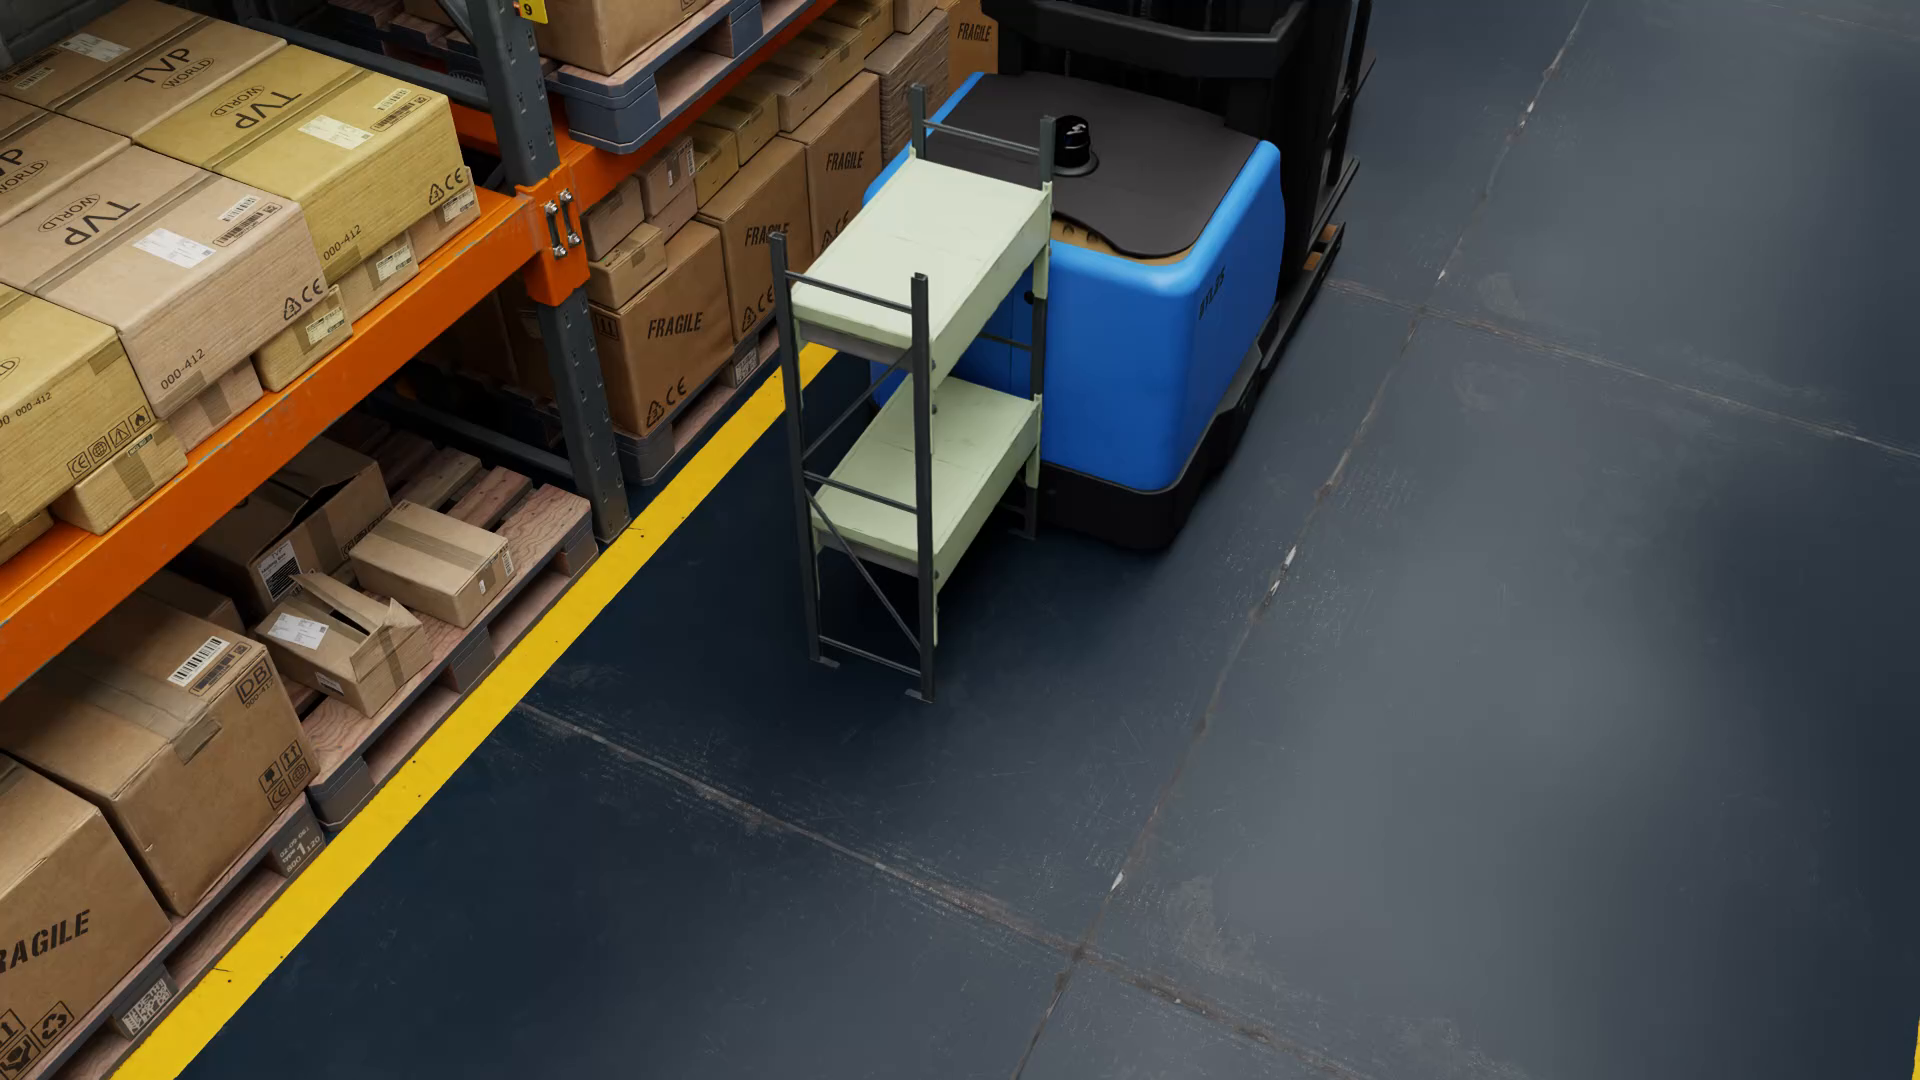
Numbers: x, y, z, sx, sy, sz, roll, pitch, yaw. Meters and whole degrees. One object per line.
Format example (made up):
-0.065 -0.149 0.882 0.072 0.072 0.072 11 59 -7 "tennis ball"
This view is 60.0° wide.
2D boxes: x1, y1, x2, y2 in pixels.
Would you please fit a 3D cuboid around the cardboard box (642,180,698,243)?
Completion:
-1.054 -1.072 5.207 0.380 0.149 0.250 19 48 18 "cardboard box"

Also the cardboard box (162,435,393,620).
-2.033 -0.101 4.836 0.500 0.311 0.500 22 49 20 "cardboard box"

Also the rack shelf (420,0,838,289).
-0.588 -2.244 5.865 1.077 0.370 4.000 20 49 19 "rack shelf"

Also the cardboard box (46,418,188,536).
-1.881 -0.195 3.510 0.380 0.149 0.250 20 49 18 "cardboard box"

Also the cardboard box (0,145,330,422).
-1.756 -0.567 3.598 0.500 0.250 0.500 21 49 19 "cardboard box"

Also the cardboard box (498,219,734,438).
-1.093 -0.736 5.331 0.500 0.500 0.500 22 49 21 "cardboard box"

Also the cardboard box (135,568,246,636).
-2.234 0.229 4.624 0.380 0.149 0.250 20 49 19 "cardboard box"

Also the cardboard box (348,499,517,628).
-1.515 0.065 4.786 0.380 0.149 0.250 19 48 18 "cardboard box"

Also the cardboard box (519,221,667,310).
-1.114 -0.872 5.009 0.380 0.149 0.250 23 50 21 "cardboard box"

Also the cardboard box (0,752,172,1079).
-2.240 0.834 3.779 0.500 0.500 0.500 21 49 20 "cardboard box"

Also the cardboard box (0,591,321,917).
-2.092 0.480 4.129 0.700 0.500 0.500 19 48 18 "cardboard box"

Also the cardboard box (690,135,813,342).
-0.854 -1.075 5.666 0.500 0.500 0.500 20 49 19 "cardboard box"

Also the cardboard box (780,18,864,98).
-0.564 -1.715 5.843 0.380 0.149 0.250 22 49 20 "cardboard box"

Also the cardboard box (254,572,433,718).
-1.681 0.249 4.522 0.396 0.266 0.258 22 49 20 "cardboard box"

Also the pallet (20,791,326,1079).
-2.401 0.947 4.166 1.003 0.211 1.213 20 49 19 "pallet"

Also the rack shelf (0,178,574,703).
-2.445 0.276 3.374 1.077 0.370 4.000 20 49 19 "rack shelf"

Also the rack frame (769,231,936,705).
-0.256 -0.120 4.314 0.400 1.500 0.023 19 48 17 "rack frame"

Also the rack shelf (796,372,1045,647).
-0.100 -0.126 4.778 0.431 0.370 0.720 19 48 17 "rack shelf"

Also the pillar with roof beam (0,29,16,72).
1.175 -1.783 0.686 9.100 9.000 0.400 20 49 19 "pillar with roof beam"

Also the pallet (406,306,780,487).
-1.172 -0.782 5.874 1.003 0.211 1.213 20 49 19 "pallet"

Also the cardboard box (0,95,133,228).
-2.212 -0.748 3.776 0.500 0.250 0.500 20 49 19 "cardboard box"

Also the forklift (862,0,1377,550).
0.791 -2.056 5.221 1.130 2.935 3.031 19 48 17 "forklift"

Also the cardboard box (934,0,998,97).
-0.148 -2.046 6.625 0.500 0.500 0.500 22 49 21 "cardboard box"

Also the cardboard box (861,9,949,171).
-0.372 -1.713 6.296 0.500 0.500 0.500 19 48 18 "cardboard box"

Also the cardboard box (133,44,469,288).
-1.537 -0.888 3.915 0.500 0.250 0.500 22 49 20 "cardboard box"

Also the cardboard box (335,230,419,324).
-1.542 -0.693 4.003 0.380 0.149 0.250 22 49 20 "cardboard box"

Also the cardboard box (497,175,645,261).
-1.168 -0.997 4.923 0.380 0.149 0.250 20 49 18 "cardboard box"

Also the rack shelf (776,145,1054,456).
-0.100 -0.629 4.269 0.431 0.370 0.720 19 48 17 "rack shelf"

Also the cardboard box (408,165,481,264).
-1.441 -0.864 4.172 0.380 0.149 0.250 21 49 20 "cardboard box"

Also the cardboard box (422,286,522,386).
-1.551 -0.913 5.506 0.500 0.500 0.500 20 49 19 "cardboard box"

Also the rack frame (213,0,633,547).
-1.516 -1.237 4.364 1.000 3.000 0.127 20 49 19 "rack frame"

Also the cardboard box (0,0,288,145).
-1.986 -1.066 4.091 0.500 0.250 0.500 20 49 19 "cardboard box"

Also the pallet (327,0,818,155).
-1.049 -1.637 4.894 1.003 0.211 1.213 20 49 19 "pallet"

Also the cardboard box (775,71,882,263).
-0.619 -1.388 5.975 0.500 0.500 0.500 19 48 18 "cardboard box"

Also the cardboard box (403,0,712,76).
-1.094 -1.651 4.407 0.700 0.500 0.500 22 49 20 "cardboard box"

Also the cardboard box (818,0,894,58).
-0.464 -1.895 6.020 0.380 0.149 0.250 21 49 19 "cardboard box"

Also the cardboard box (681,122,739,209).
-0.945 -1.238 5.370 0.380 0.149 0.250 18 48 17 "cardboard box"

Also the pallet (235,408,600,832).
-1.836 0.176 4.928 1.003 0.211 1.213 20 49 19 "pallet"

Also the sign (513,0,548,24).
-1.032 -1.367 3.883 0.100 0.325 0.005 20 49 19 "sign"

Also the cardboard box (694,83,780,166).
-0.830 -1.415 5.545 0.380 0.149 0.250 20 49 18 "cardboard box"

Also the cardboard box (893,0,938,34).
-0.305 -2.033 6.157 0.380 0.149 0.250 18 48 17 "cardboard box"

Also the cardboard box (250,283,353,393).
-1.642 -0.522 3.833 0.380 0.149 0.250 22 49 20 "cardboard box"

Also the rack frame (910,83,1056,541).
0.057 -0.590 4.779 0.400 1.500 0.023 19 48 17 "rack frame"

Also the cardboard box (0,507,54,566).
-2.100 -0.069 3.386 0.380 0.149 0.250 21 49 20 "cardboard box"

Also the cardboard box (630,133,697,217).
-1.036 -1.156 5.081 0.380 0.149 0.250 18 48 17 "cardboard box"

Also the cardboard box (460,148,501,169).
-1.484 -1.229 5.361 0.380 0.149 0.250 20 49 19 "cardboard box"

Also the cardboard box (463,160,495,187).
-1.601 -1.061 5.196 0.380 0.149 0.250 19 48 18 "cardboard box"

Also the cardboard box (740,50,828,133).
-0.681 -1.560 5.689 0.380 0.149 0.250 20 49 19 "cardboard box"

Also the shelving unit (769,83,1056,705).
-0.100 -0.355 4.546 0.431 1.500 0.755 19 48 17 "shelving unit"

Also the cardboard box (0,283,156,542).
-1.999 -0.257 3.292 0.500 0.250 0.500 20 49 19 "cardboard box"

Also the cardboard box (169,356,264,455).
-1.787 -0.365 3.679 0.380 0.149 0.250 22 49 20 "cardboard box"
